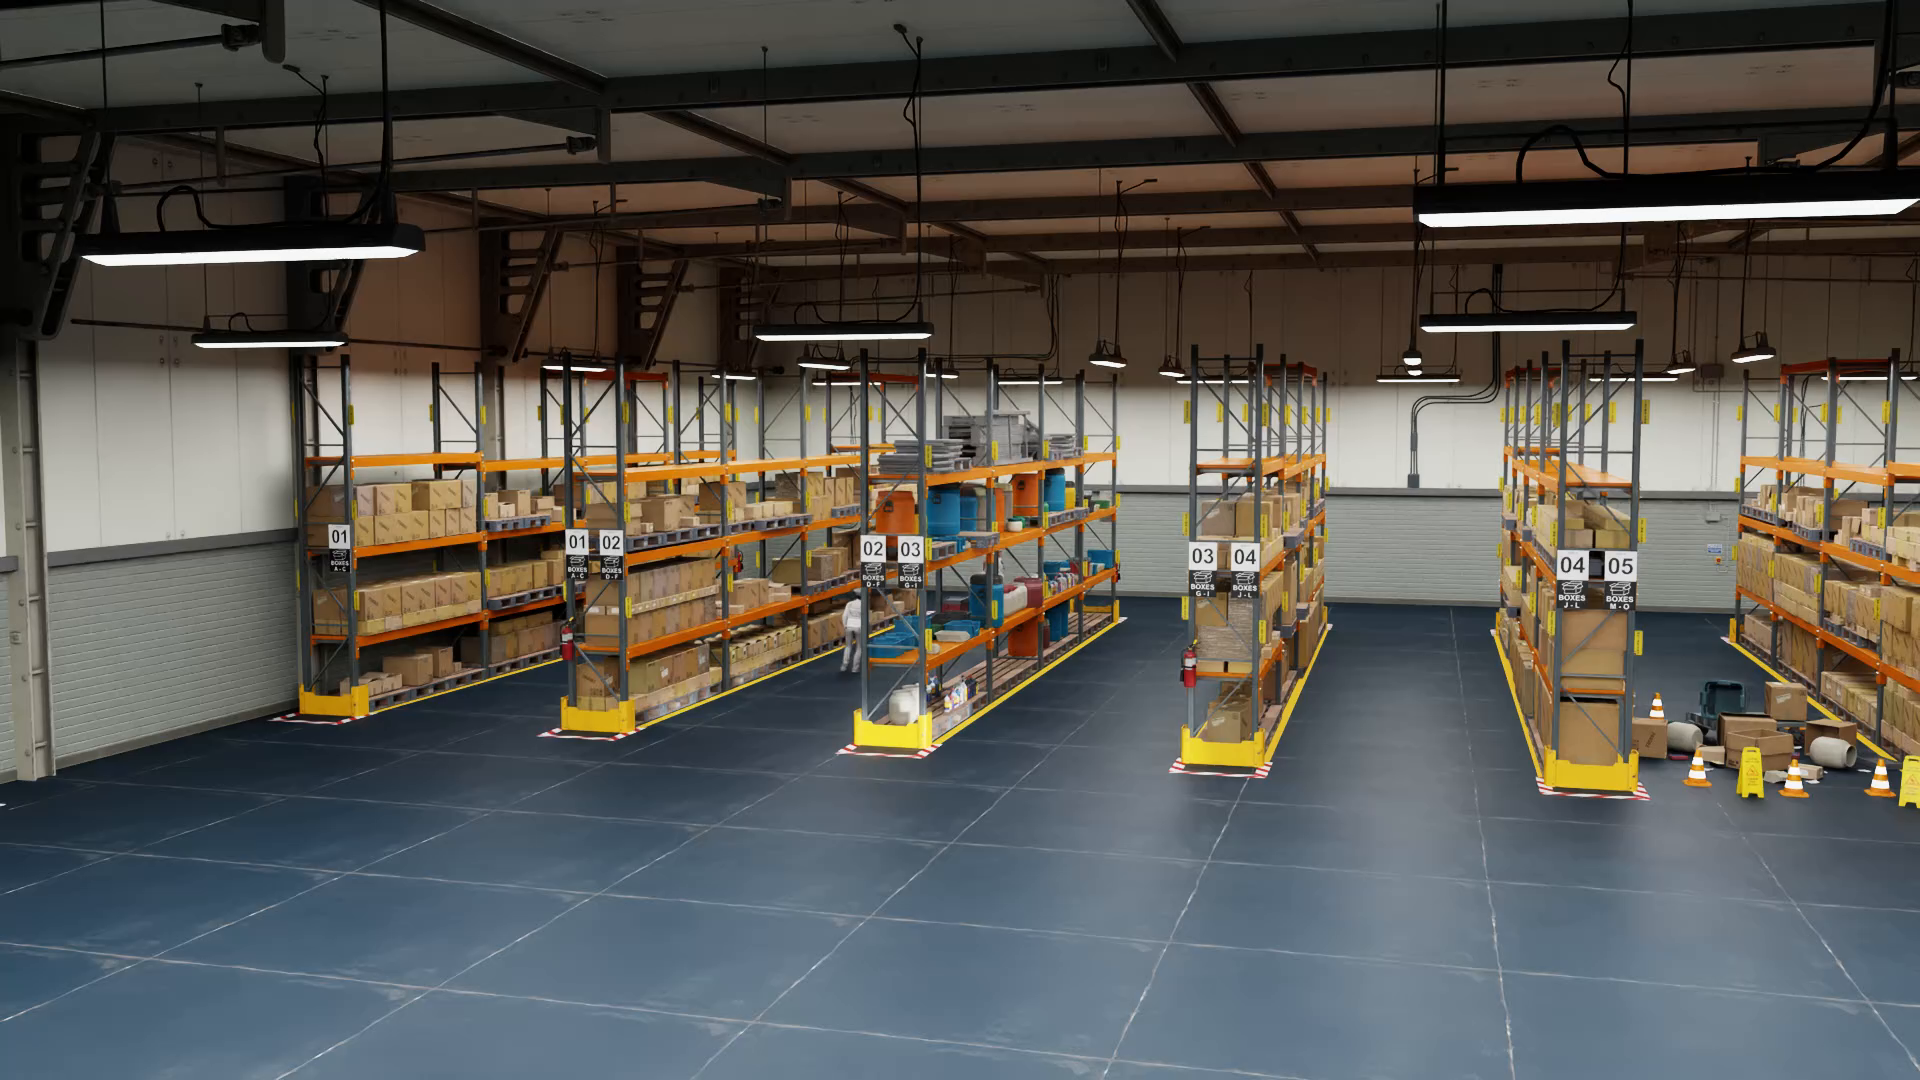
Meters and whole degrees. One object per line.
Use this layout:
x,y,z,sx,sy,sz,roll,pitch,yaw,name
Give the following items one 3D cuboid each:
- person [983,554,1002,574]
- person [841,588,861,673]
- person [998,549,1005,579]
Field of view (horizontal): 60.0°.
0.878,0.846,44.039,1.136,1.726,0.516,3,5,34,person
-2.053,1.766,32.287,0.545,1.644,0.620,1,4,16,person
0.899,1.045,41.209,0.421,1.784,0.576,0,4,3,person
